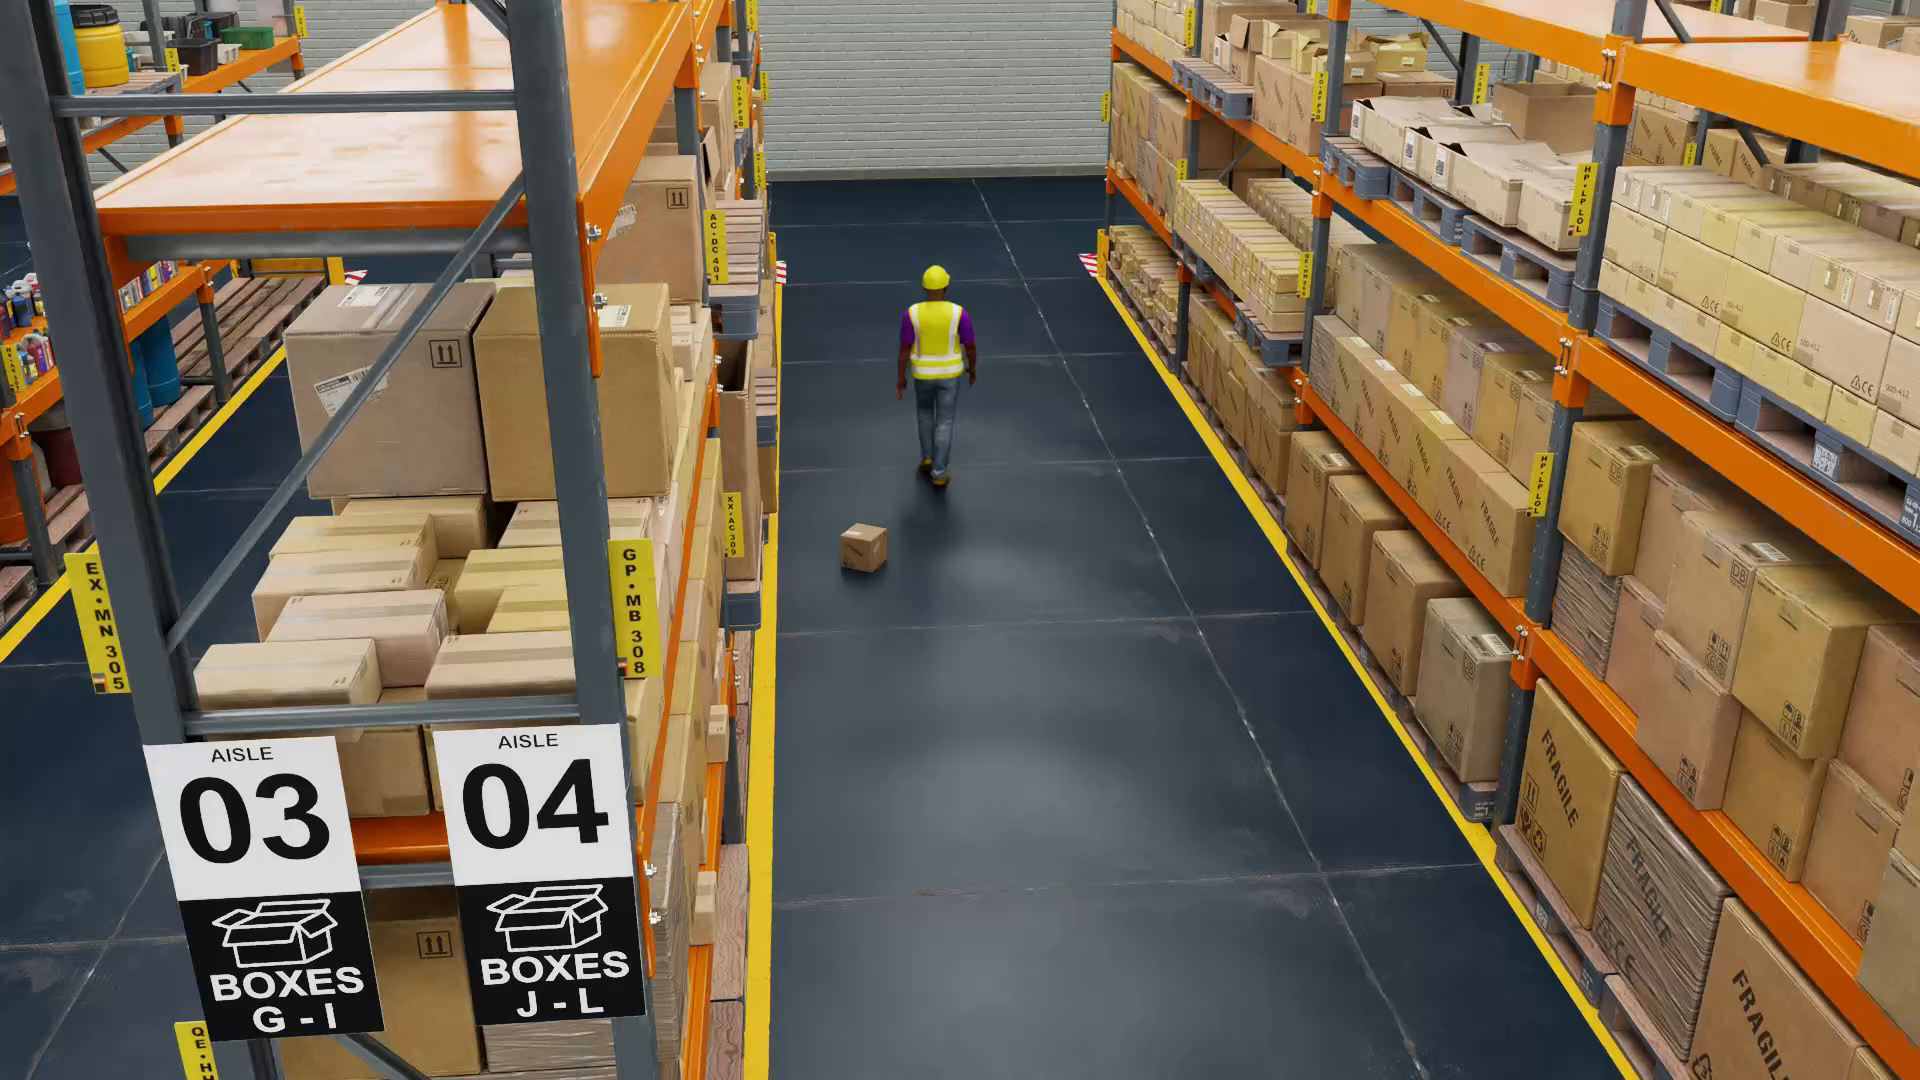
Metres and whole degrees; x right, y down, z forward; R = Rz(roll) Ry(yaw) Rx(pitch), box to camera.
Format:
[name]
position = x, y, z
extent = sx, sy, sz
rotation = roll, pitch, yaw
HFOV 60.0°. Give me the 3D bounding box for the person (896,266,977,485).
[person]
position = -0.179, -1.316, 13.343
extent = 0.625, 1.822, 0.649
rotation = 3, 24, 7
